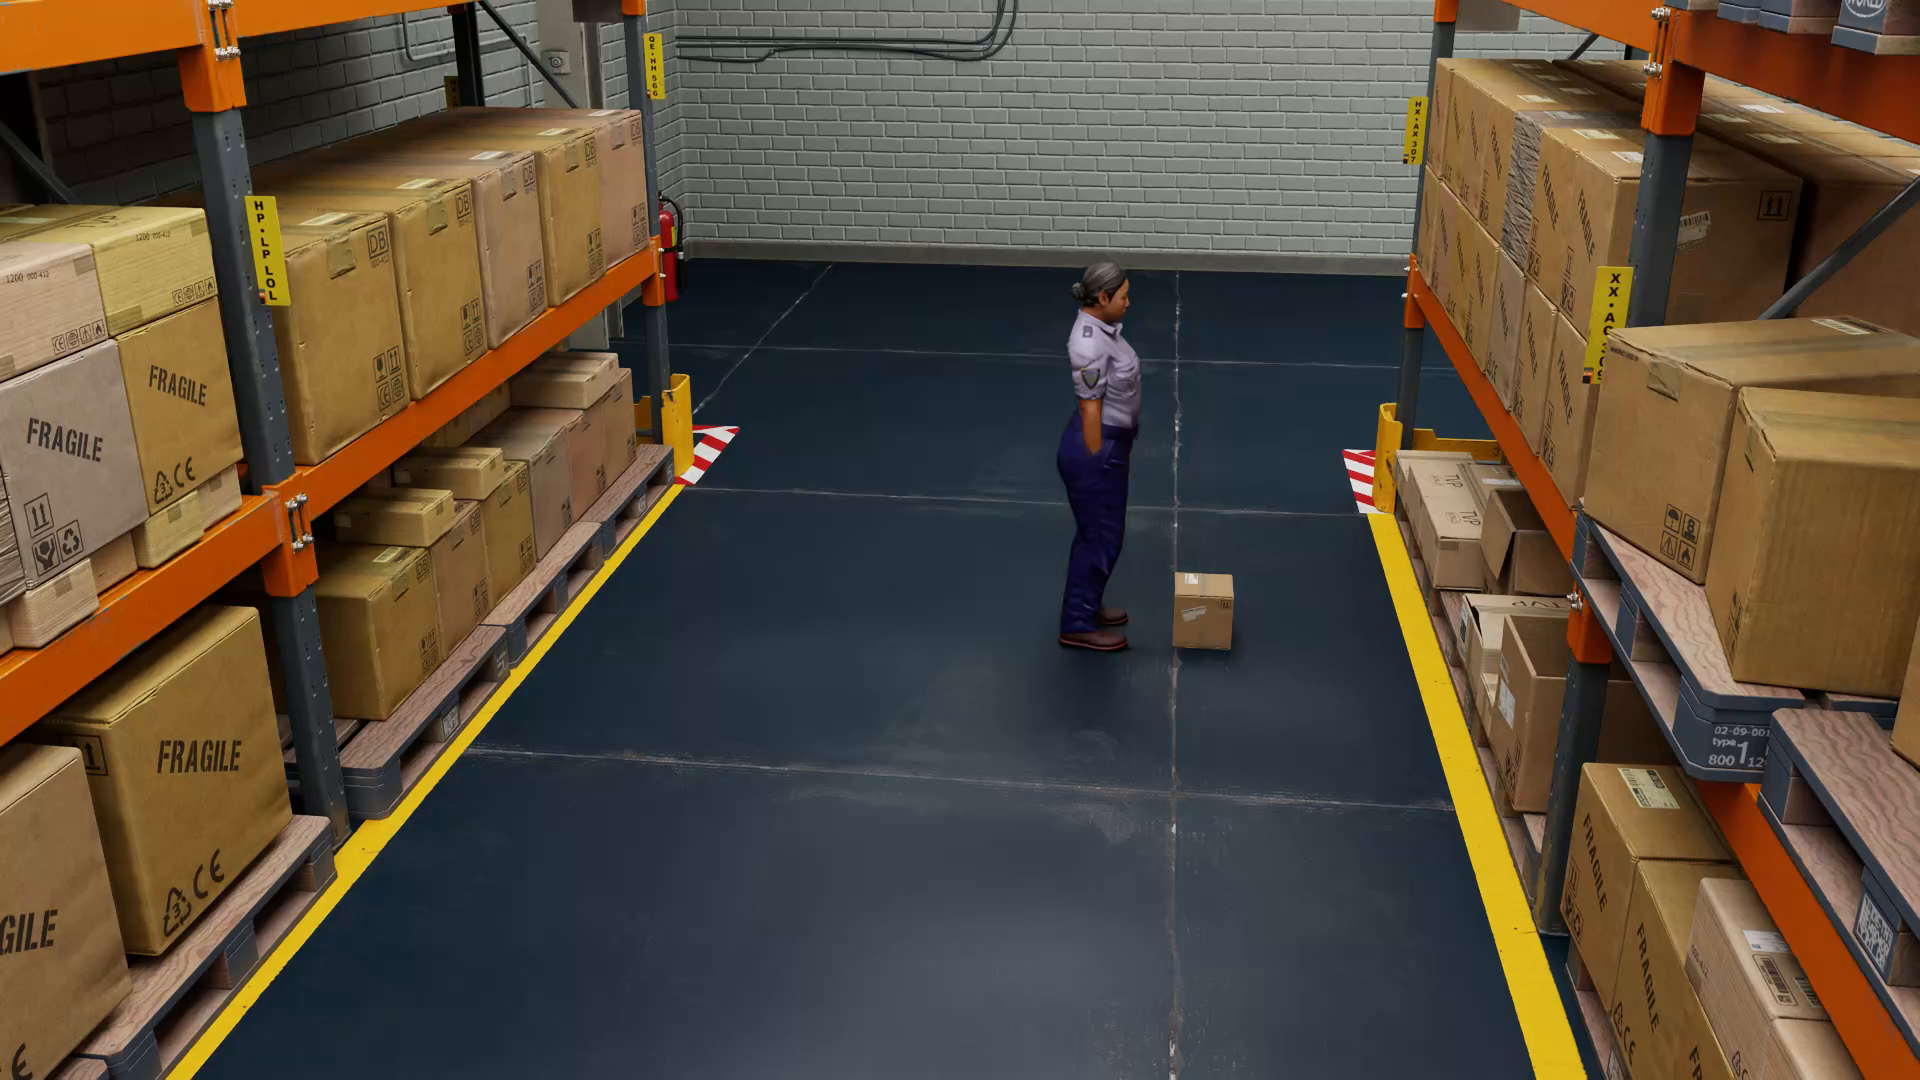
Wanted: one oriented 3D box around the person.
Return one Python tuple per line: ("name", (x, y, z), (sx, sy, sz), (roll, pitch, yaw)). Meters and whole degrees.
("person", (0.589, -0.364, 7.049), (0.341, 1.642, 0.470), (3, 21, 7))
